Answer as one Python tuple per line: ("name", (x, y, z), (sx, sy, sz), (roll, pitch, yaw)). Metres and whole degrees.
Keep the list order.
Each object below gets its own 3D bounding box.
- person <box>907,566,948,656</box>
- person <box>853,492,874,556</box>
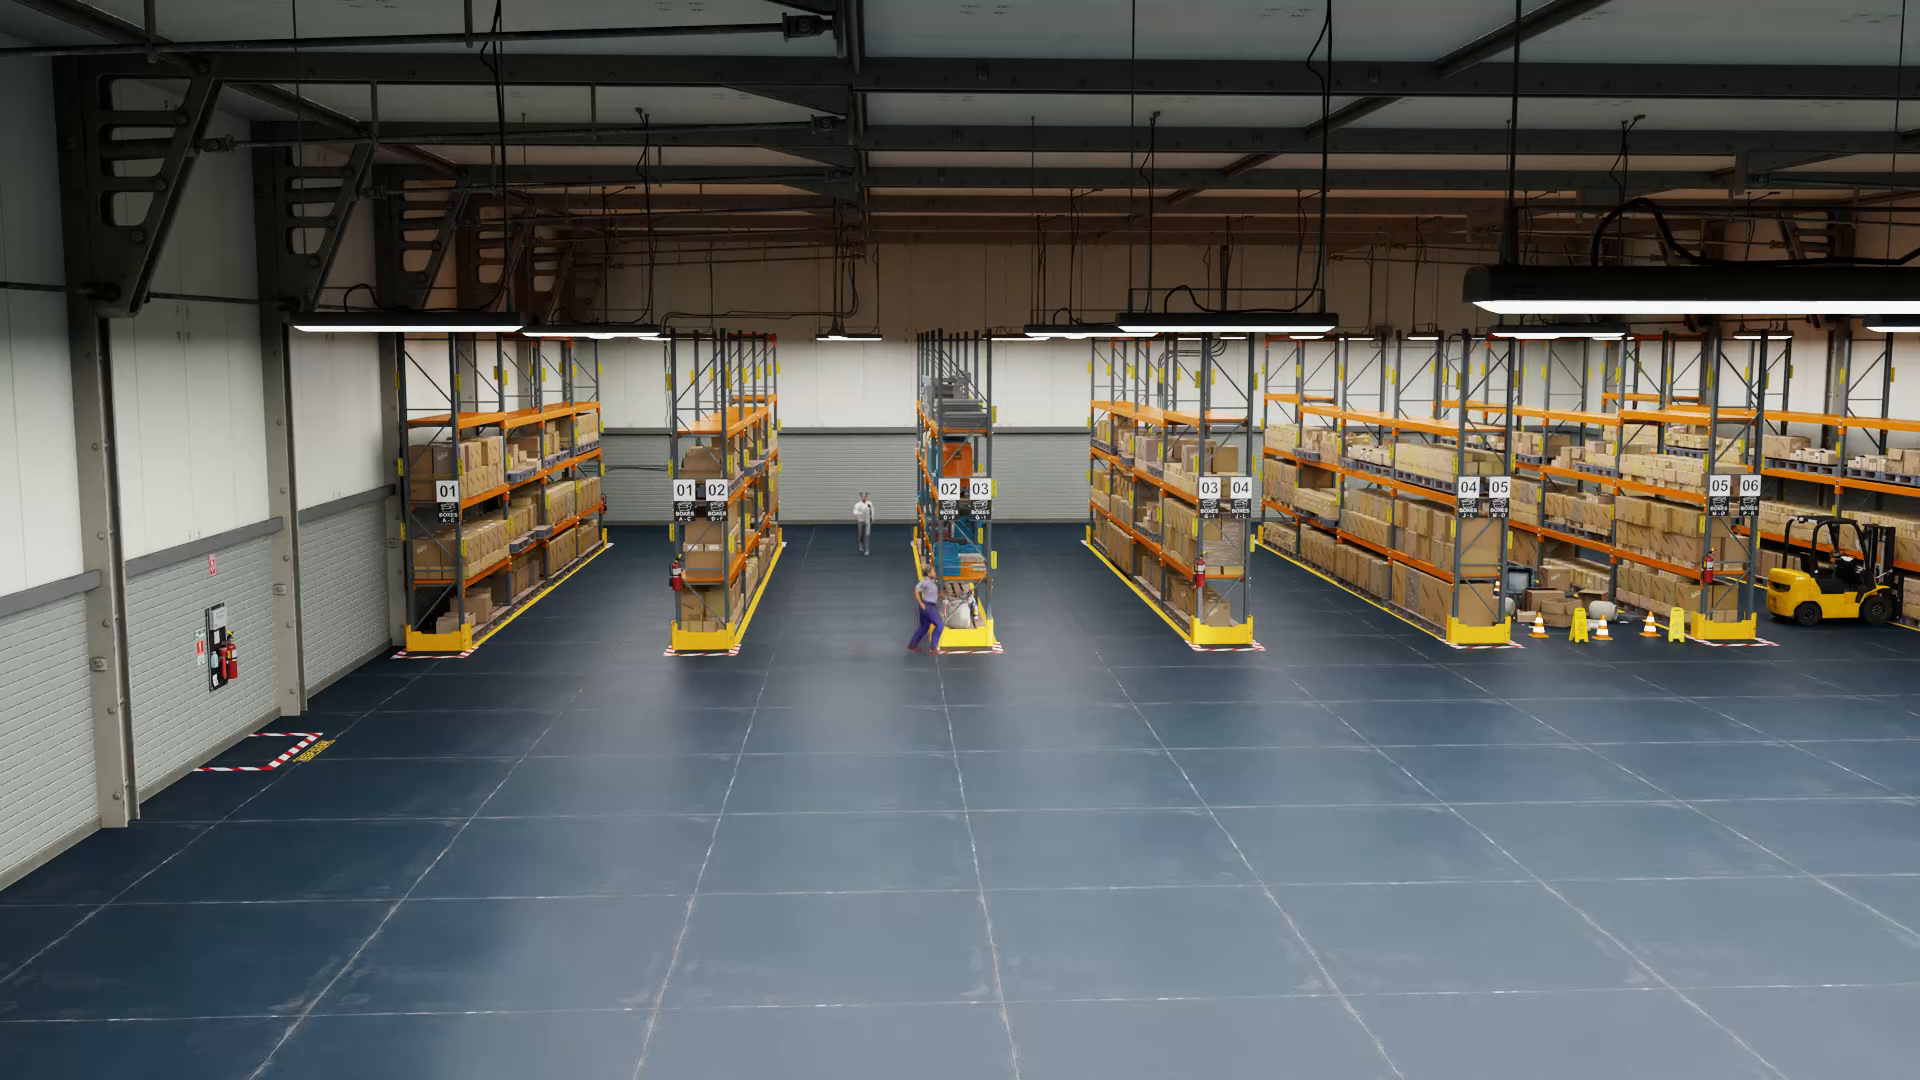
("person", (-0.604, 1.321, 30.721), (0.759, 1.673, 0.602), (0, 7, 3))
("person", (-2.618, -0.472, 45.312), (0.590, 1.720, 0.883), (-1, 7, -8))
